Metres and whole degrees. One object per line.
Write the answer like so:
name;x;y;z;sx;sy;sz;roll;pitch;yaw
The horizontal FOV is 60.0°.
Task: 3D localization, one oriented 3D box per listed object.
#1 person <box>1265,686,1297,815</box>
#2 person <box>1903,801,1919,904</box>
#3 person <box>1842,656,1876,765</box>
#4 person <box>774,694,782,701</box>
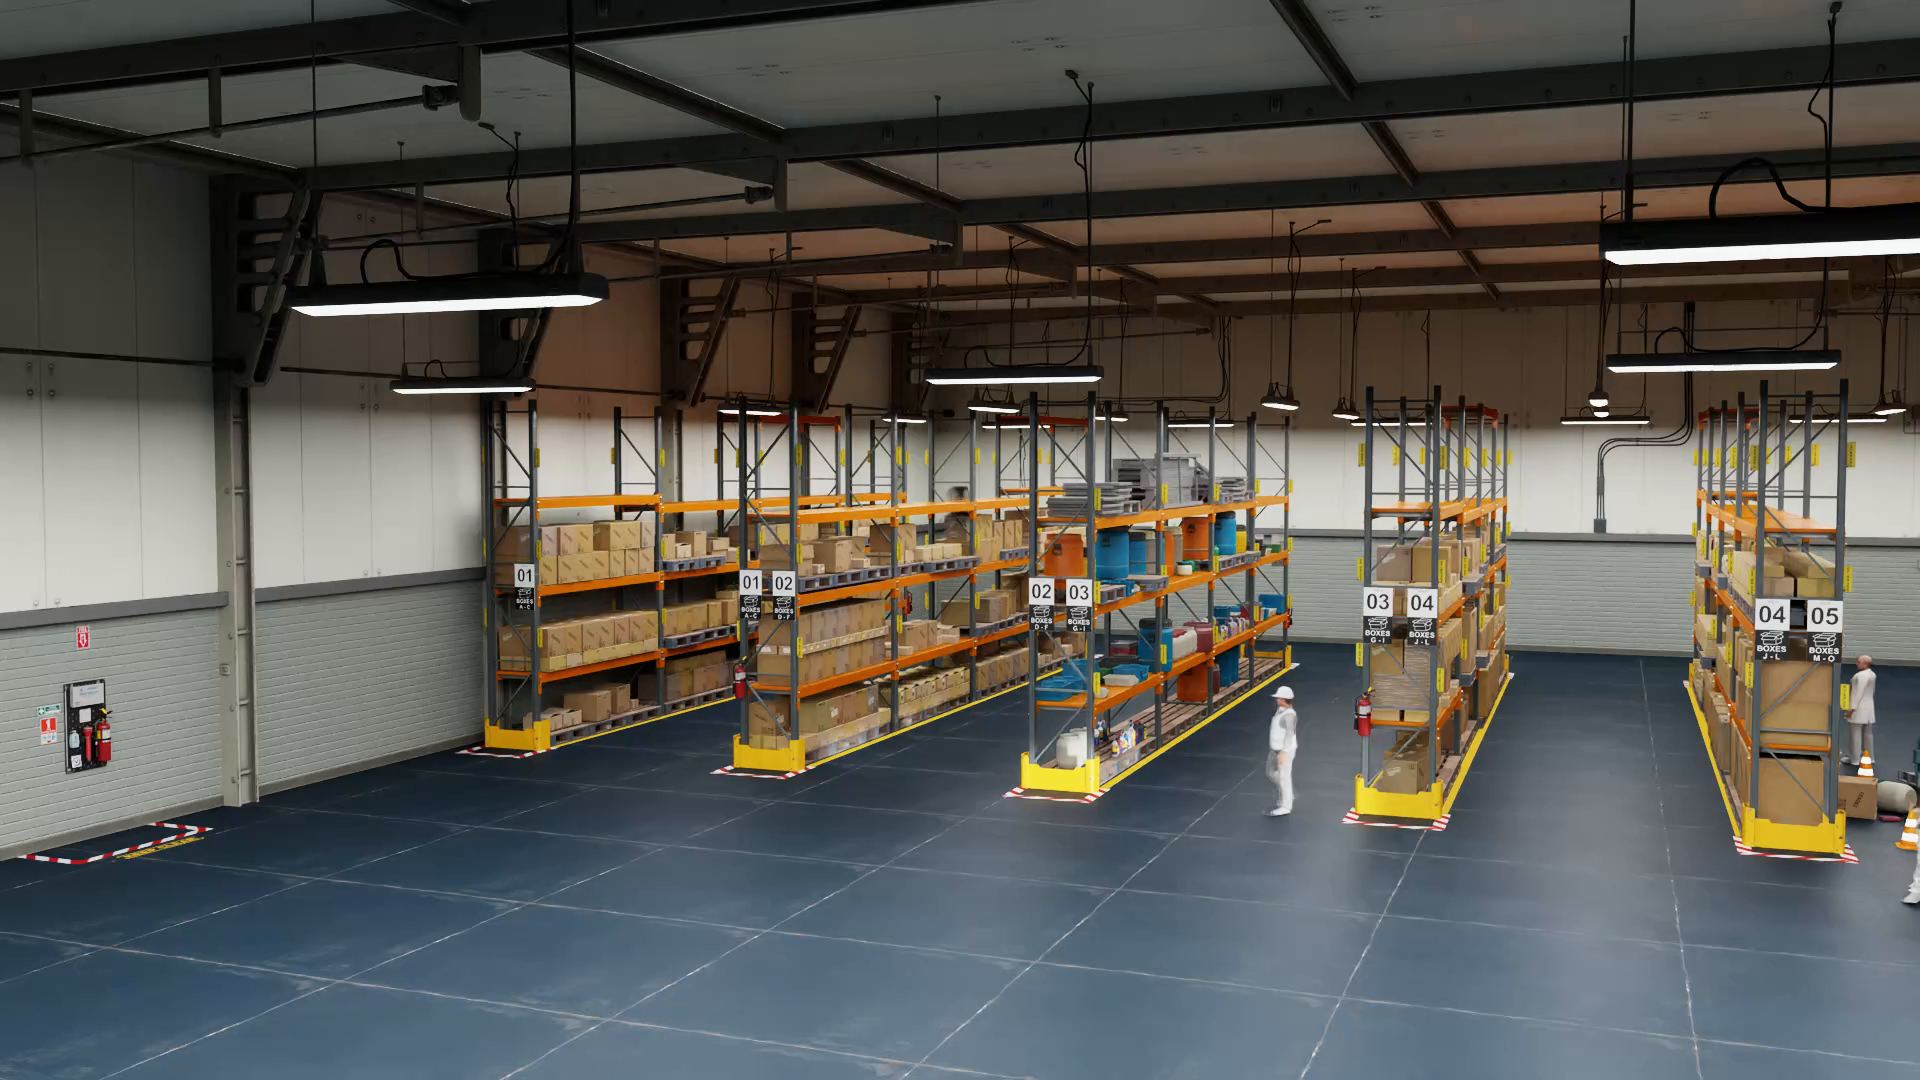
person;4.558;2.948;23.479;0.458;1.777;0.623;0;3;-9
person;10.905;3.190;18.570;0.549;1.799;0.574;-1;3;-25
person;14.736;2.779;27.222;0.631;1.789;0.439;-1;3;-25
person;-3.537;2.564;33.234;0.392;1.755;0.538;2;3;34
